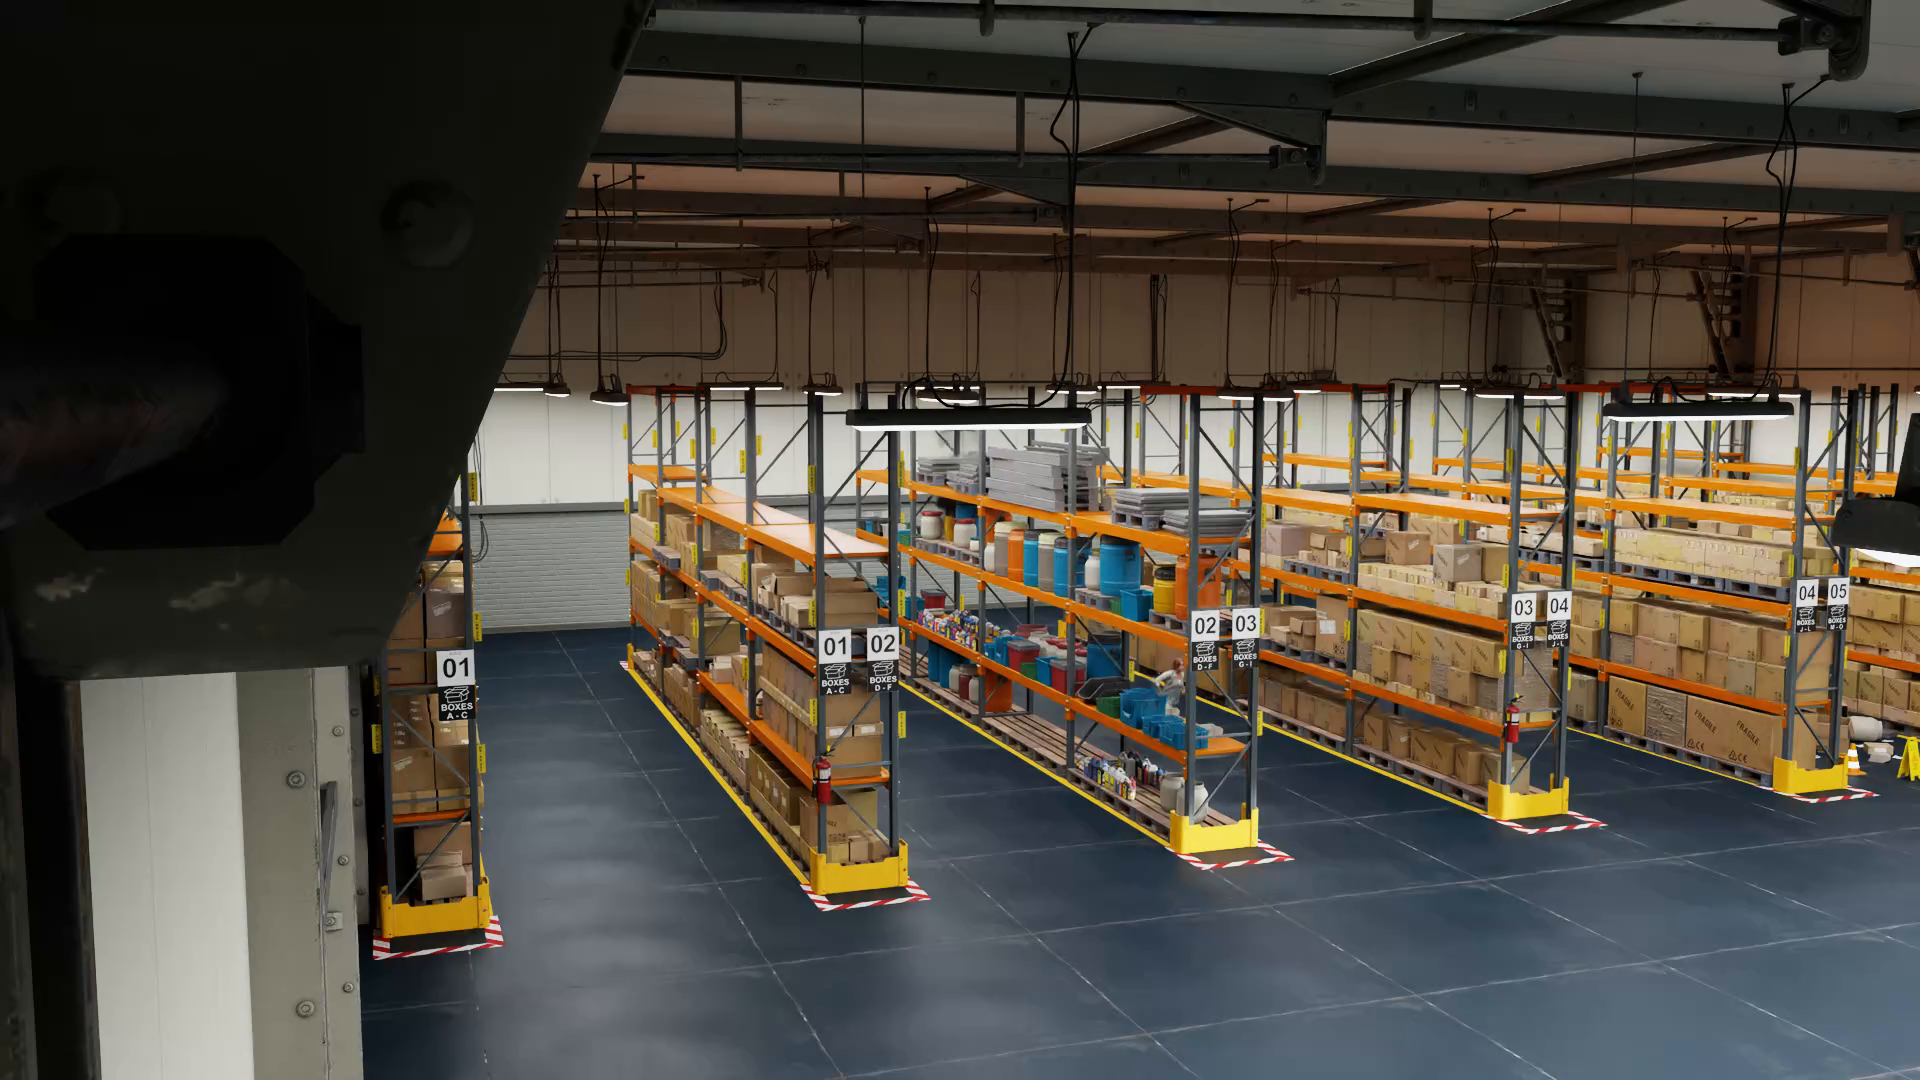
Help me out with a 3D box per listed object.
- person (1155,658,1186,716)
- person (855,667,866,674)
[{"bbox_3d":[3.460,2.705,27.666,0.529,1.576,0.864,-5,8,-38],"label":"person"},{"bbox_3d":[-1.990,2.253,31.434,0.645,1.717,0.900,-3,6,-24],"label":"person"}]
